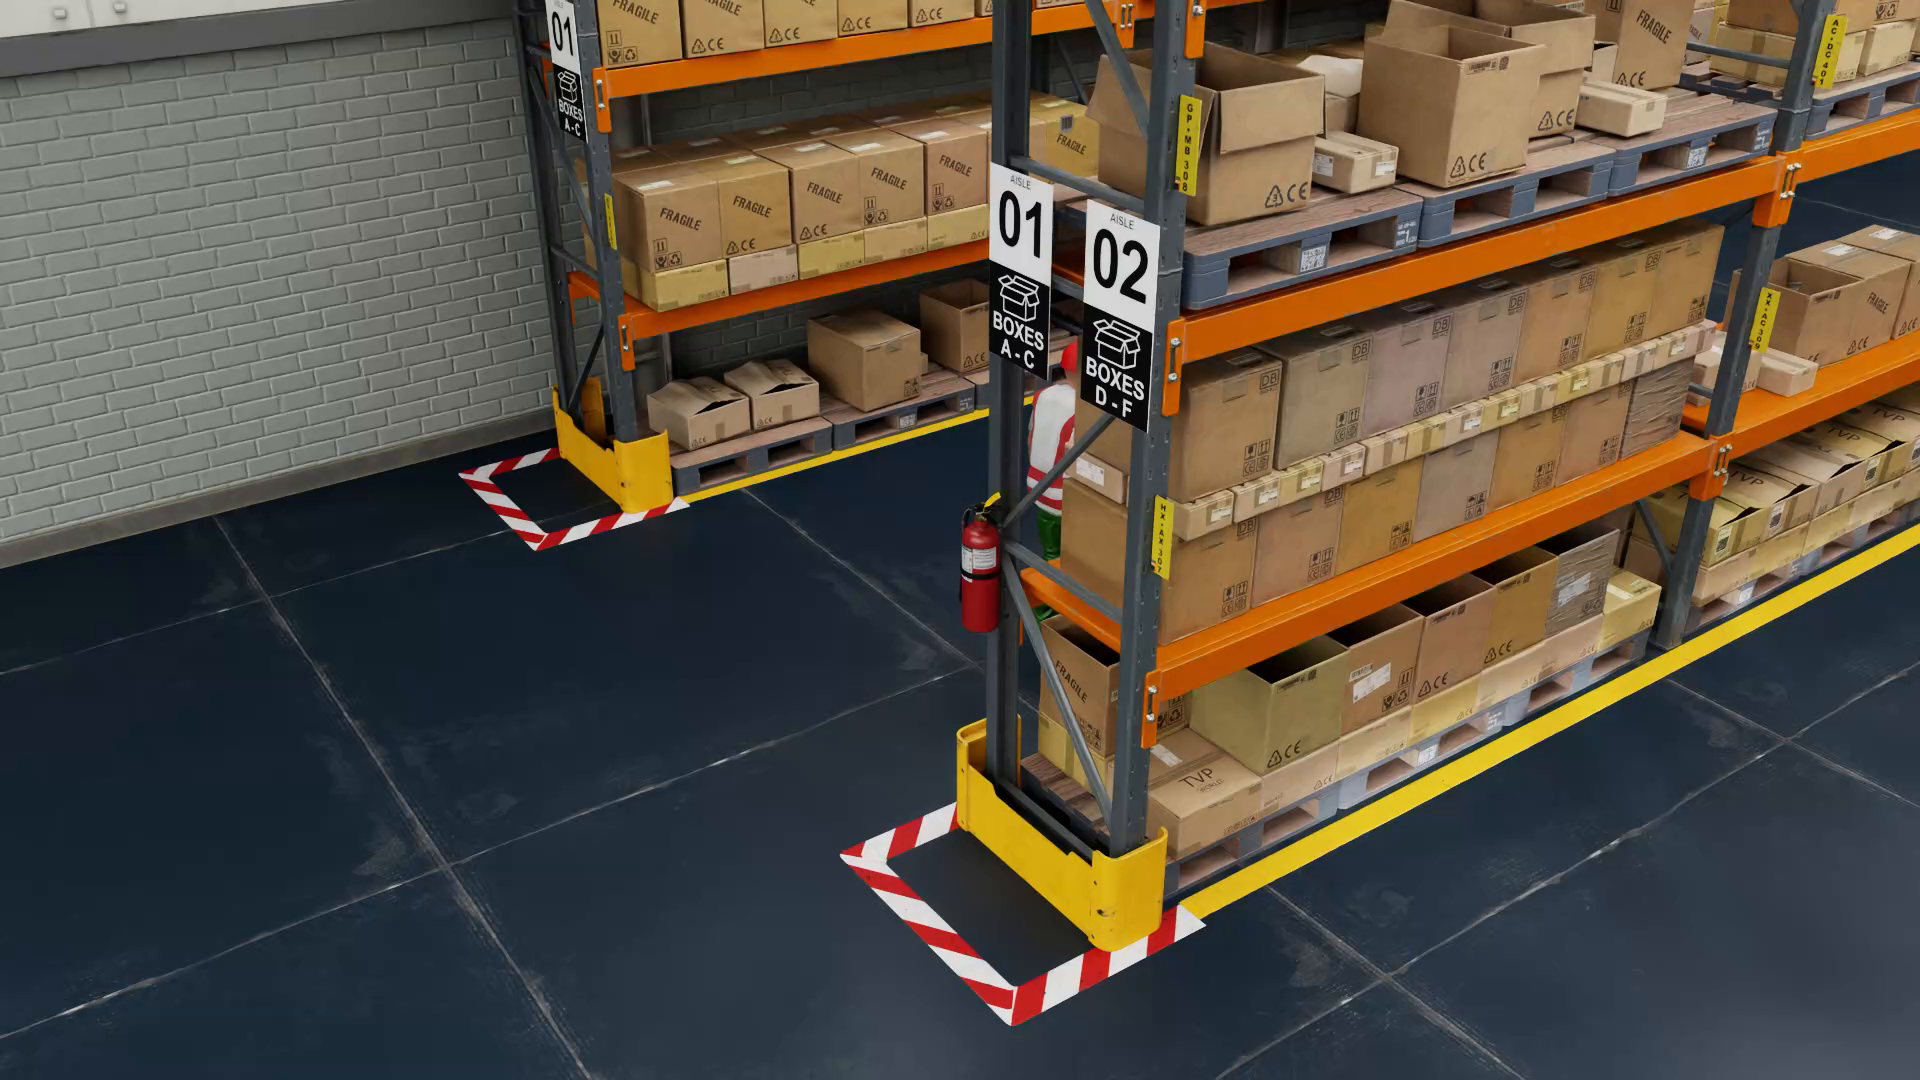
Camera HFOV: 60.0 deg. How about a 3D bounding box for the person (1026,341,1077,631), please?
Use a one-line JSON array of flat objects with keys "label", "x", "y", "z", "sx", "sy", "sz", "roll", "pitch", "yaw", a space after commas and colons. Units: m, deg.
[{"label": "person", "x": 0.606, "y": -0.229, "z": 9.033, "sx": 0.451, "sy": 1.778, "sz": 0.603, "roll": -19, "pitch": 34, "yaw": -31}]
